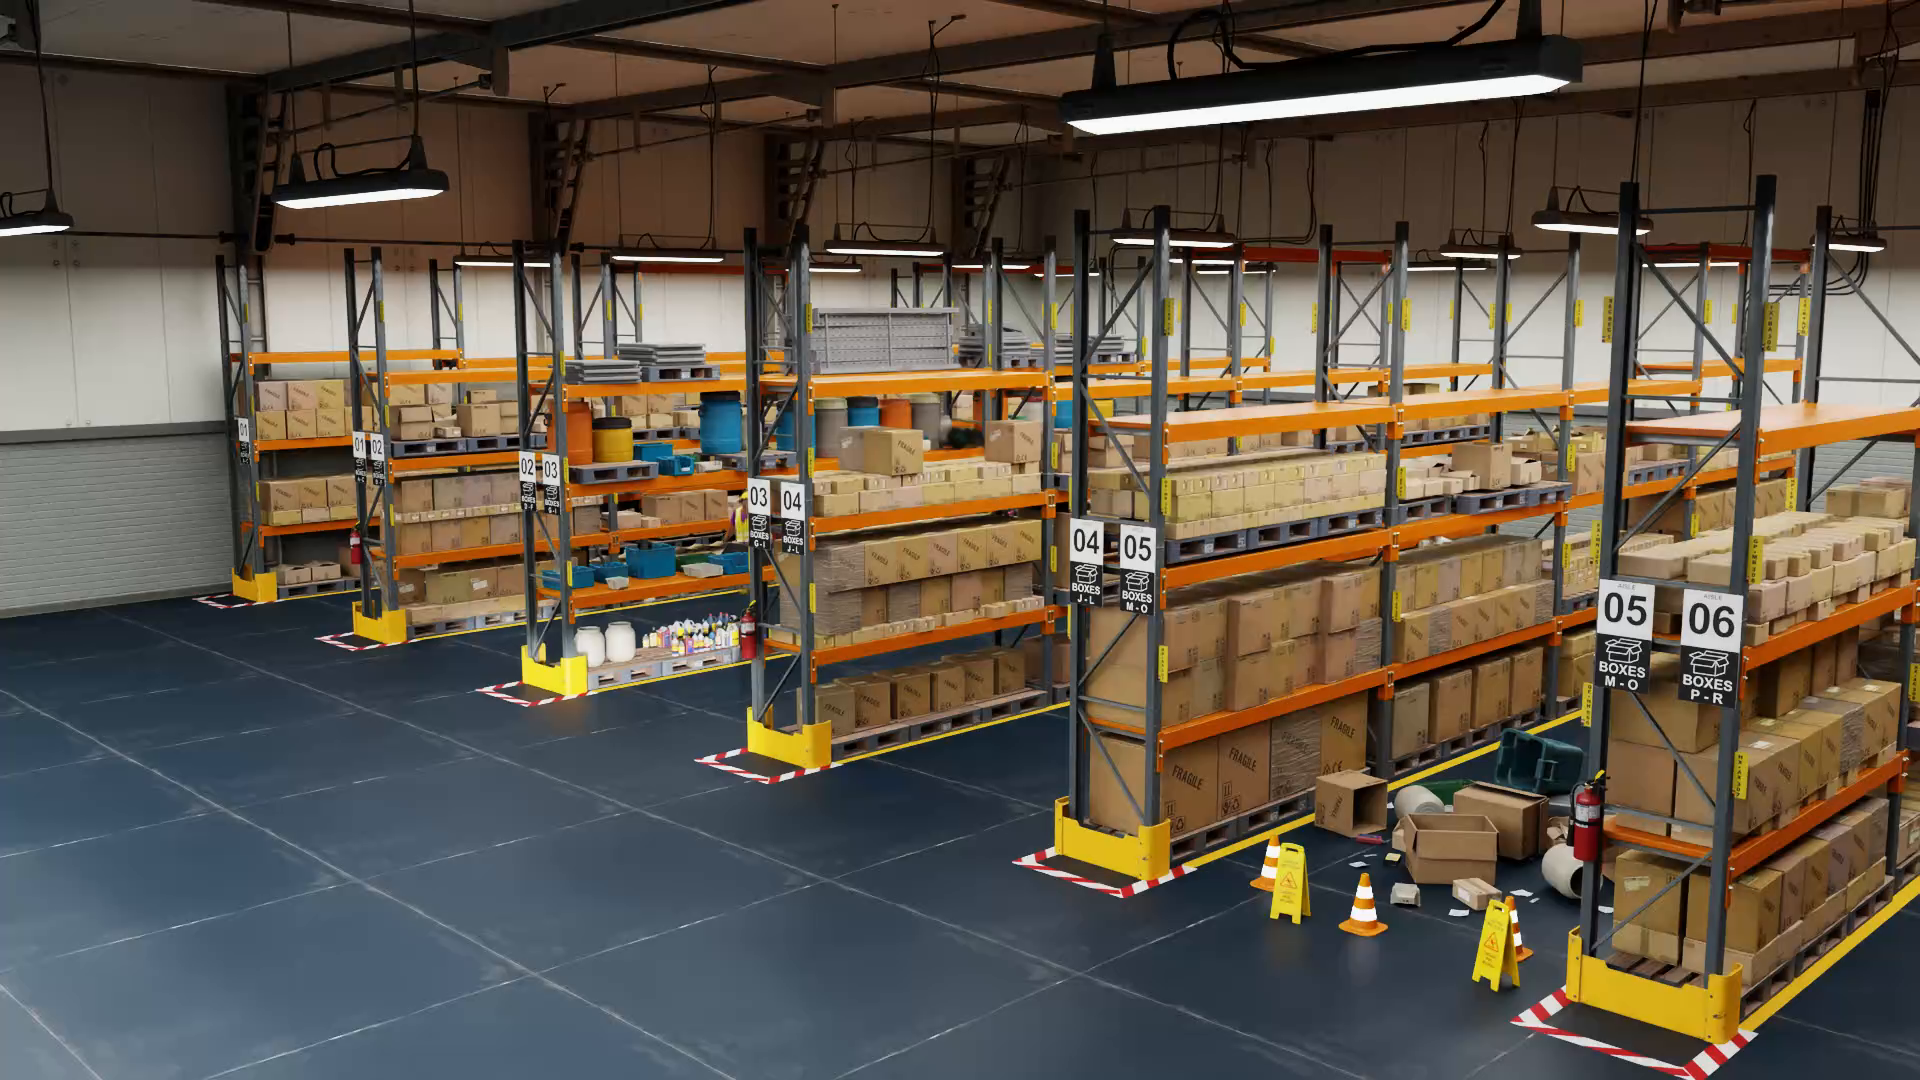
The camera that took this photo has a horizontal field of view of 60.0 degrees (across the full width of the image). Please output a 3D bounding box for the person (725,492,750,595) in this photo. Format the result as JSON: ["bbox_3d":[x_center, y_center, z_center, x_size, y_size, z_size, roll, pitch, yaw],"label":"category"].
[{"bbox_3d":[-3.570,0.036,28.197,0.708,1.728,0.712,3,9,21],"label":"person"}]

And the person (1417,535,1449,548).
[{"bbox_3d":[7.494,0.576,26.290,0.832,1.825,0.634,-7,11,-42],"label":"person"}]
